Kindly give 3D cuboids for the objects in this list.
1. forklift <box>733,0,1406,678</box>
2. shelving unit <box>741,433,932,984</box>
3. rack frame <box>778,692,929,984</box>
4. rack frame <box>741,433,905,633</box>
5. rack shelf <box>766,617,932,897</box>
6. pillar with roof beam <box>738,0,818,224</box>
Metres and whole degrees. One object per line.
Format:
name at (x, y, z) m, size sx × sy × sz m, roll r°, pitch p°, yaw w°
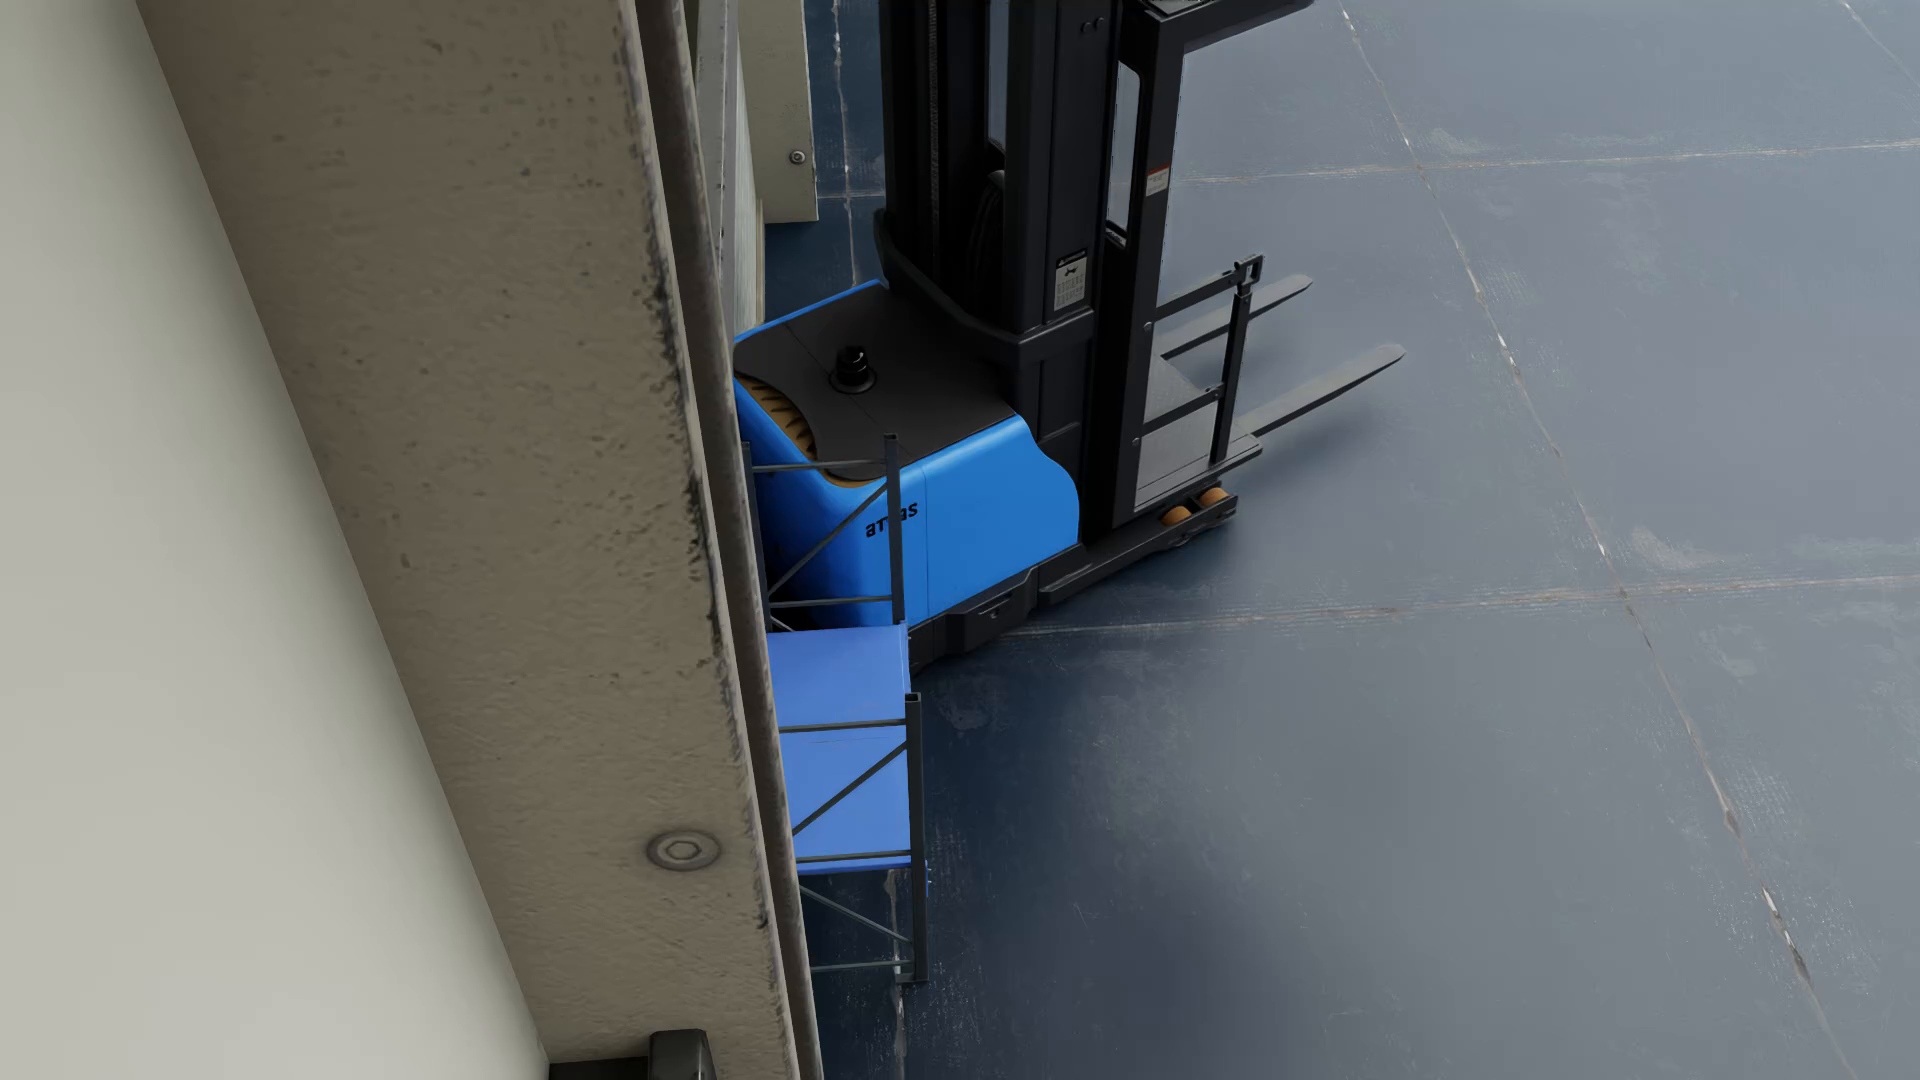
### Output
forklift at (0.542, -1.276, 6.076) m, size 3.031 × 2.935 × 1.130 m, roll -26°, pitch 52°, yaw -23°
shelving unit at (-0.396, 0.580, 5.304) m, size 0.538 × 1.500 × 1.048 m, roll -3°, pitch 47°, yaw -3°
rack frame at (-0.354, 0.948, 4.956) m, size 0.500 × 1.500 × 0.032 m, roll -3°, pitch 47°, yaw -3°
rack frame at (-0.439, 0.213, 5.652) m, size 0.500 × 1.500 × 0.032 m, roll -3°, pitch 47°, yaw -3°
rack shelf at (-0.396, 0.704, 5.434) m, size 0.538 × 0.185 × 1.000 m, roll -3°, pitch 47°, yaw -3°
pillar with roof beam at (3.402, -5.106, 5.525) m, size 9.100 × 9.000 × 0.400 m, roll -3°, pitch 47°, yaw -3°
